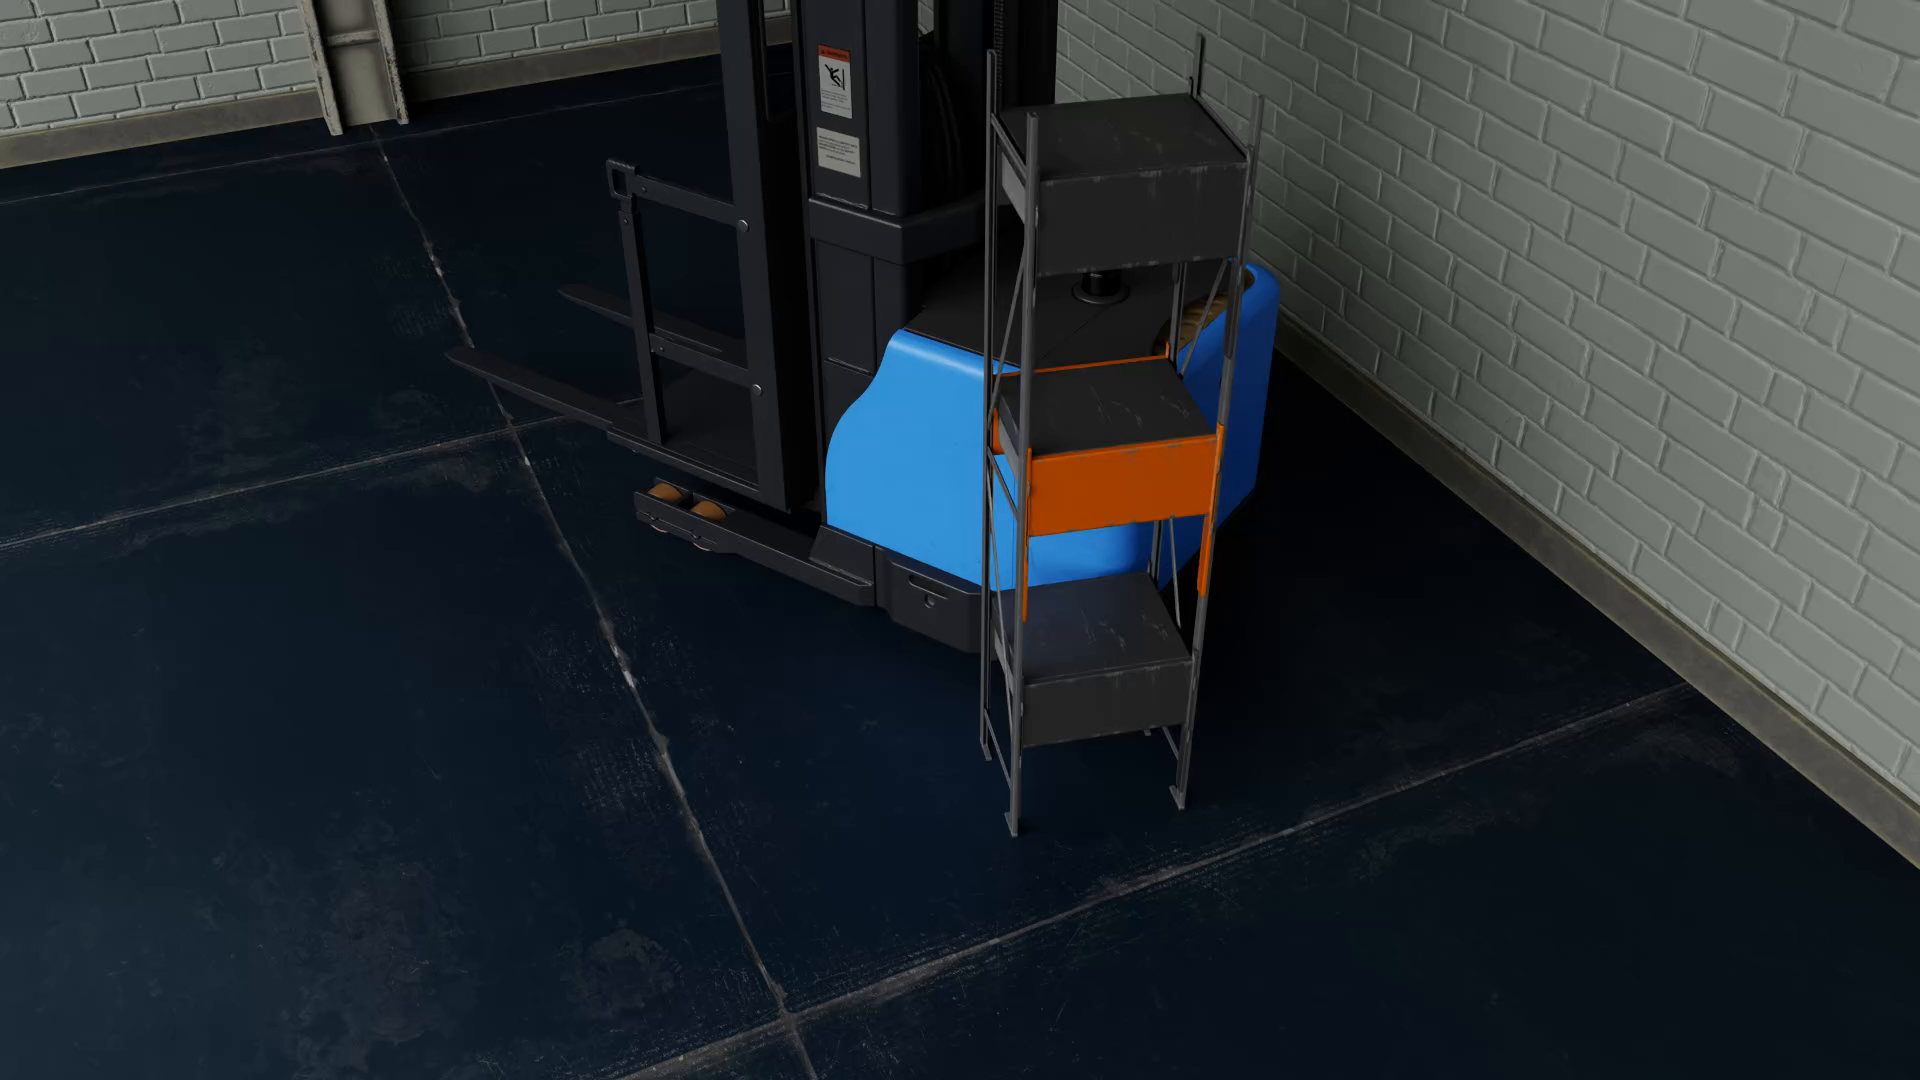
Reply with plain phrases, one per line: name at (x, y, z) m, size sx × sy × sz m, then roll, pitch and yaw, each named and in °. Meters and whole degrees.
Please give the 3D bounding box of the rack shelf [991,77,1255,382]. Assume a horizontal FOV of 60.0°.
rack shelf at (0.348, -0.714, 3.797) m, size 0.480 × 0.518 × 0.431 m, roll -8°, pitch 37°, yaw -10°

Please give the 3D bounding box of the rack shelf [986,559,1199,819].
rack shelf at (0.348, 0.411, 4.631) m, size 0.480 × 0.518 × 0.431 m, roll -8°, pitch 37°, yaw -10°

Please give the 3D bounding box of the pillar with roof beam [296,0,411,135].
pillar with roof beam at (-1.287, -3.506, 2.923) m, size 0.400 × 9.000 × 9.100 m, roll -16°, pitch 39°, yaw -20°

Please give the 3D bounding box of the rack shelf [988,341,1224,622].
rack shelf at (0.348, -0.151, 4.214) m, size 0.480 × 0.518 × 0.431 m, roll -8°, pitch 37°, yaw -10°

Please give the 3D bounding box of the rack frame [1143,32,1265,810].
rack frame at (0.586, -0.194, 4.249) m, size 0.015 × 2.100 × 0.400 m, roll -8°, pitch 37°, yaw -10°

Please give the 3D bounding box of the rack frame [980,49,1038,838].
rack frame at (0.110, -0.131, 4.164) m, size 0.015 × 2.100 × 0.400 m, roll -8°, pitch 37°, yaw -10°

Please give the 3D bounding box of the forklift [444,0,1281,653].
forklift at (-0.520, -1.381, 5.152) m, size 3.031 × 2.935 × 1.130 m, roll 21°, pitch 42°, yaw 26°

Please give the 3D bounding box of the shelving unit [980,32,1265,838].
shelving unit at (0.348, -0.162, 4.206) m, size 0.503 × 2.100 × 0.431 m, roll -8°, pitch 37°, yaw -10°
